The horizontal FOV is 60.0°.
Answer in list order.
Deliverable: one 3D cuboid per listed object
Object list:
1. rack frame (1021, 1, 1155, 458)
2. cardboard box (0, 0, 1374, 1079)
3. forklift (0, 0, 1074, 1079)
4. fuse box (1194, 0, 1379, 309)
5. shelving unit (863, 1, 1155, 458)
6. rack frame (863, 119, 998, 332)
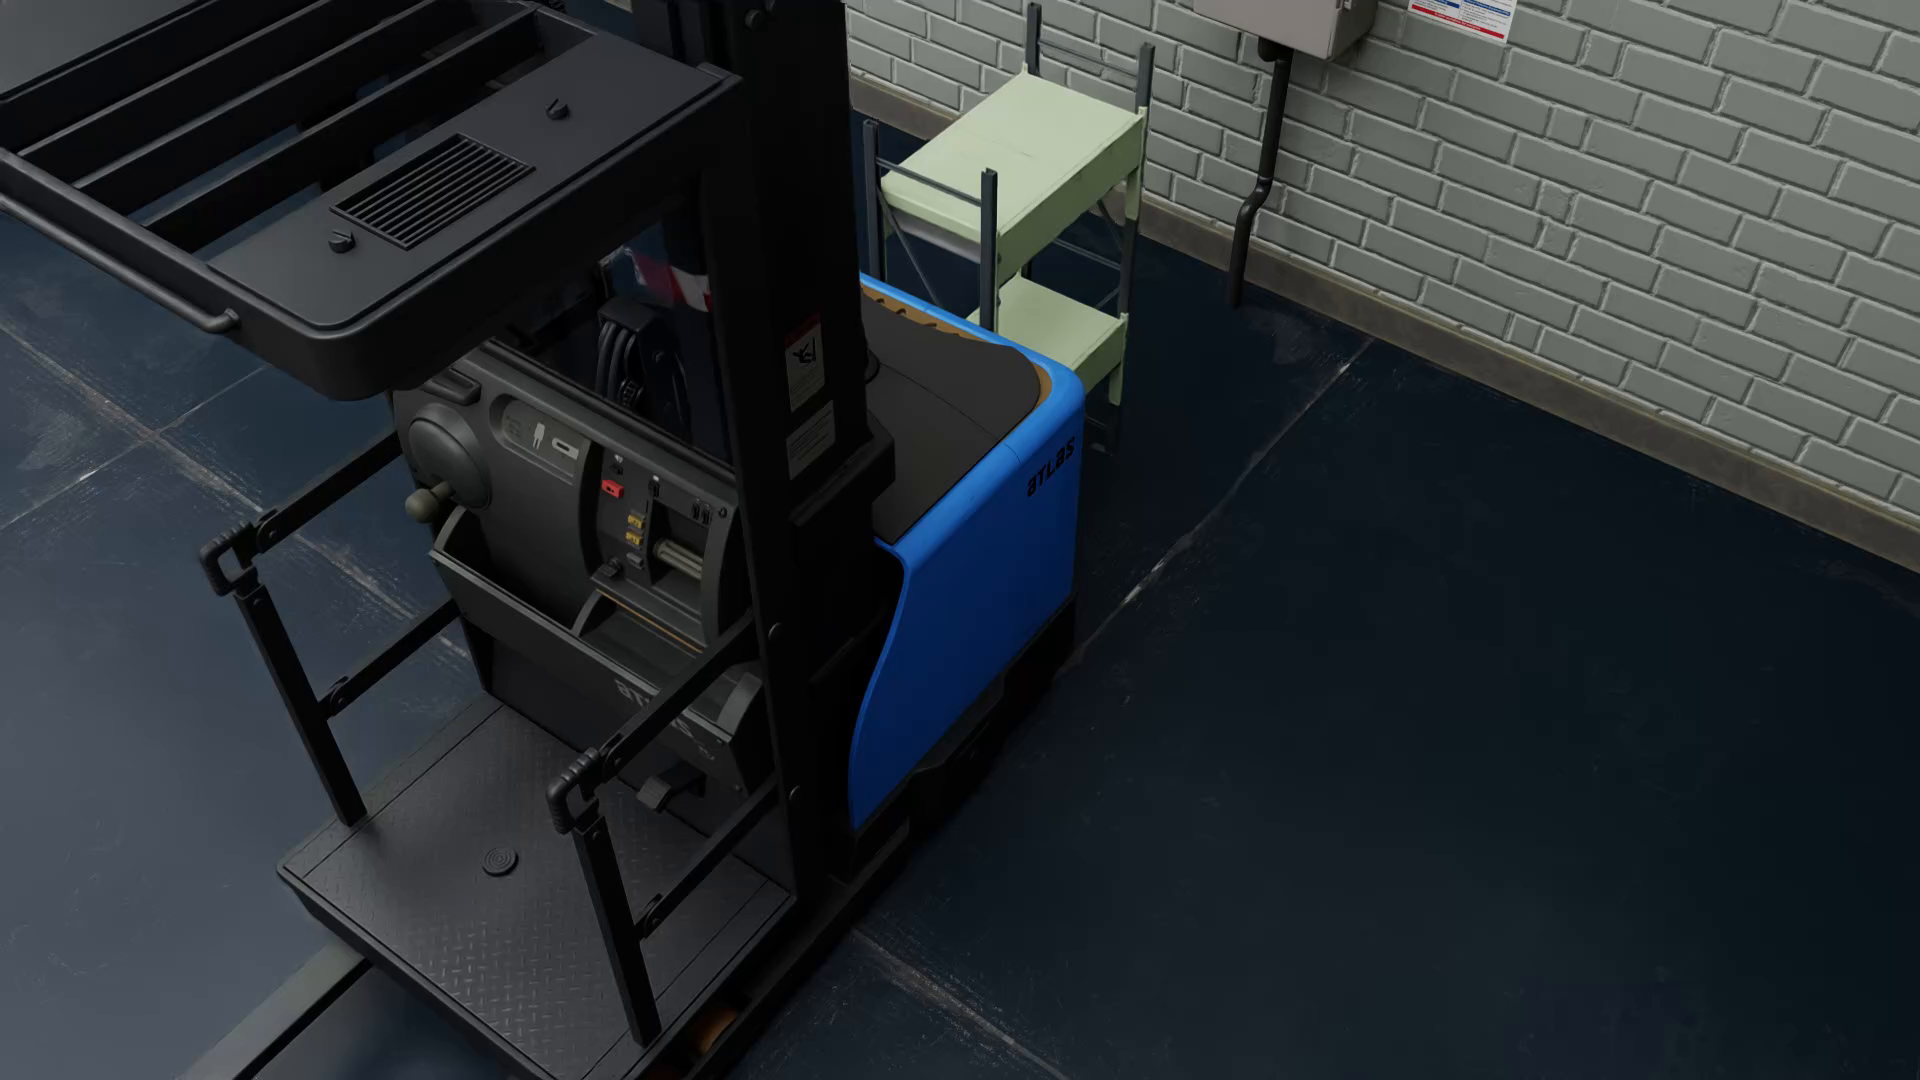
[{"bbox_3d":[0.353,-0.881,5.054,0.400,1.500,0.023,28,52,24],"label":"rack frame"},{"bbox_3d":[-4.927,1.261,2.974,6.103,1.550,13.522,28,53,24],"label":"cardboard box"},{"bbox_3d":[-0.974,0.028,3.257,1.107,2.843,2.937,28,52,24],"label":"forklift"},{"bbox_3d":[0.998,-1.426,5.429,0.539,1.711,0.414,29,53,25],"label":"fuse box"},{"bbox_3d":[0.138,-0.667,4.850,0.400,1.500,0.755,28,52,24],"label":"shelving unit"},{"bbox_3d":[-0.076,-0.452,4.645,0.400,1.500,0.023,28,52,24],"label":"rack frame"}]
